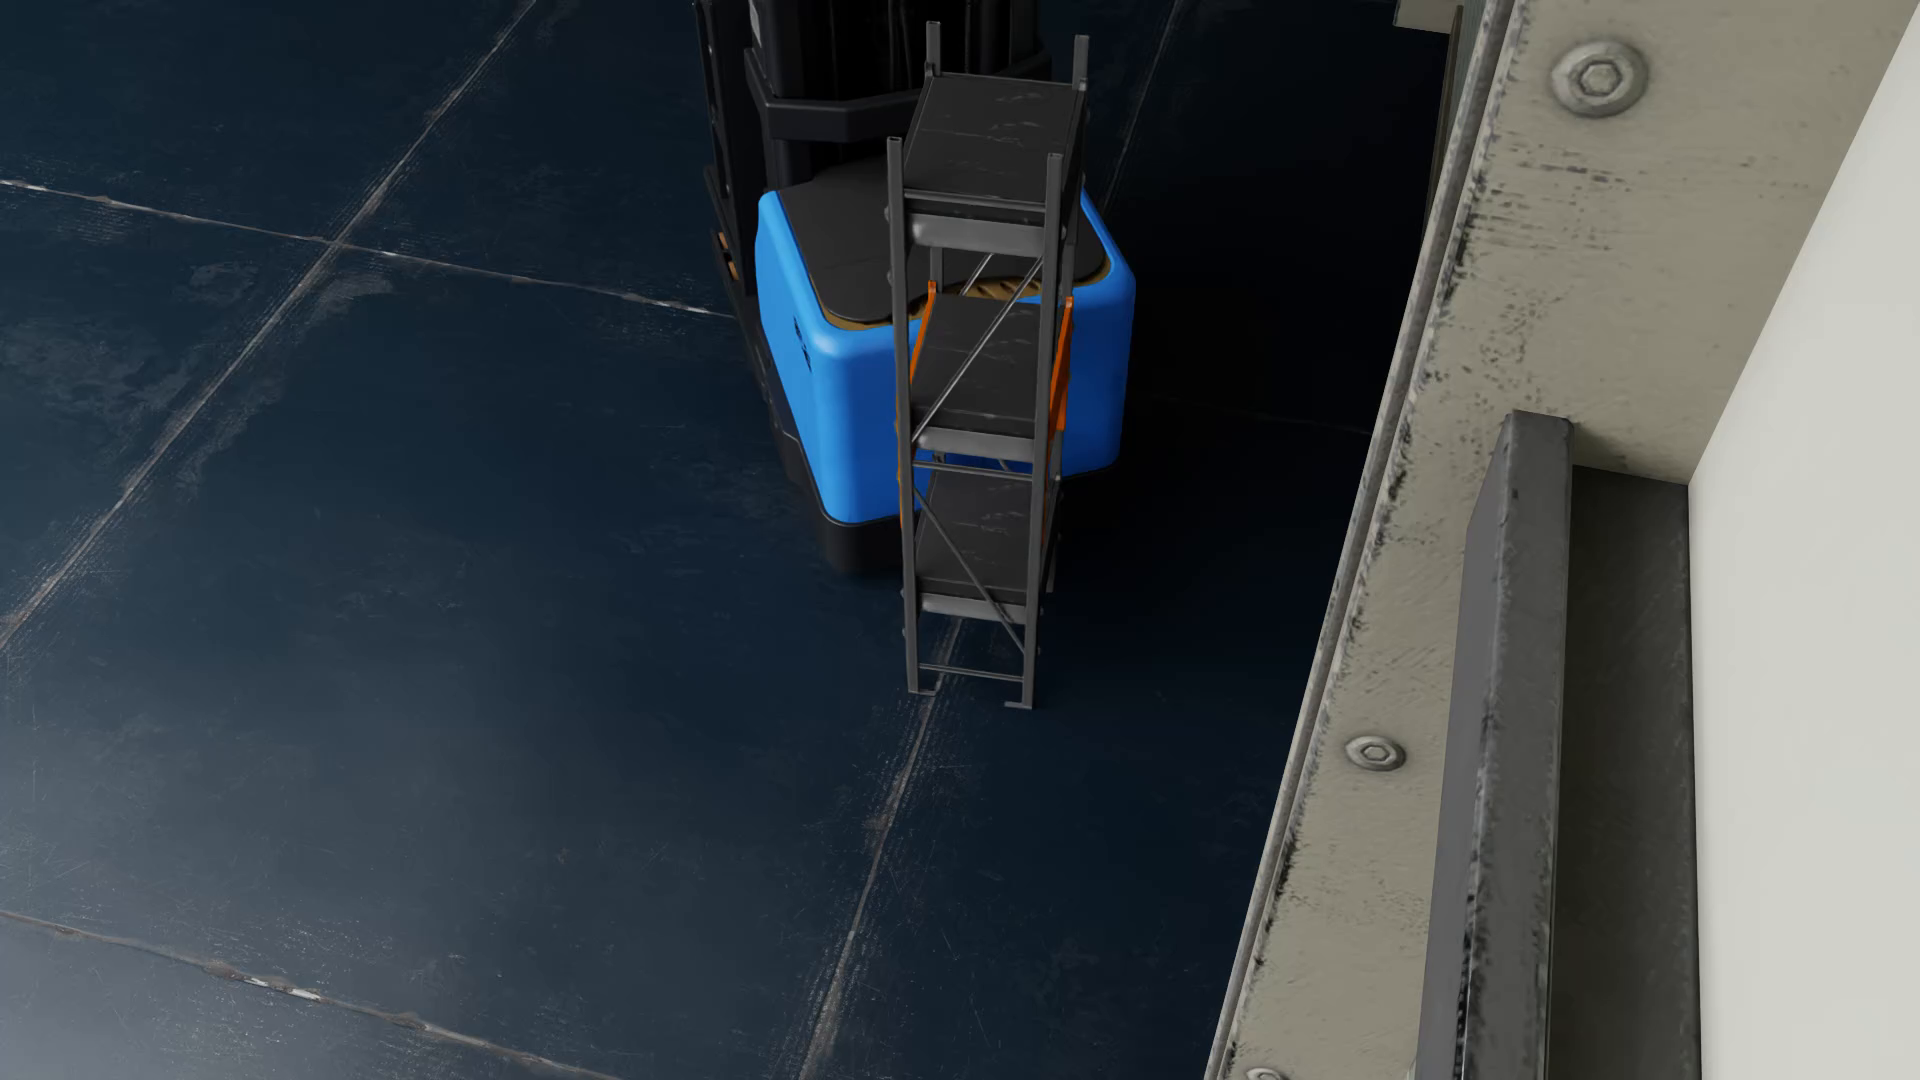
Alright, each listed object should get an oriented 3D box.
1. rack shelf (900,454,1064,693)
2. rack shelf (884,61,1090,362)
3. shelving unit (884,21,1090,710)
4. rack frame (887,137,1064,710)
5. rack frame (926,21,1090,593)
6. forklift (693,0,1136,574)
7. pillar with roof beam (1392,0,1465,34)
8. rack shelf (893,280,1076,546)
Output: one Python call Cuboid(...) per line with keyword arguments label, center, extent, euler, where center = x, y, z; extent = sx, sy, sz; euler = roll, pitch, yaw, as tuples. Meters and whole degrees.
Cuboid(label="rack shelf", center=(0.075, 0.107, 5.207), extent=(0.431, 0.518, 0.480), euler=(7, 49, 6))
Cuboid(label="rack shelf", center=(0.075, -0.820, 4.158), extent=(0.431, 0.518, 0.480), euler=(7, 49, 6))
Cuboid(label="shelving unit", center=(0.075, -0.366, 4.672), extent=(0.431, 2.100, 0.503), euler=(7, 49, 6))
Cuboid(label="rack frame", center=(0.033, -0.185, 4.513), extent=(0.400, 2.100, 0.015), euler=(7, 49, 6))
Cuboid(label="rack frame", center=(0.116, -0.546, 4.831), extent=(0.400, 2.100, 0.015), euler=(7, 49, 6))
Cuboid(label="forklift", center=(-0.363, -1.988, 5.550), extent=(1.130, 2.935, 3.031), euler=(-13, 50, -11))
Cuboid(label="pillar with roof beam", center=(-1.895, -6.388, 5.386), extent=(9.100, 9.000, 0.400), euler=(12, 50, 10))
Cuboid(label="rack shelf", center=(0.075, -0.357, 4.682), extent=(0.431, 0.518, 0.480), euler=(7, 49, 6))
